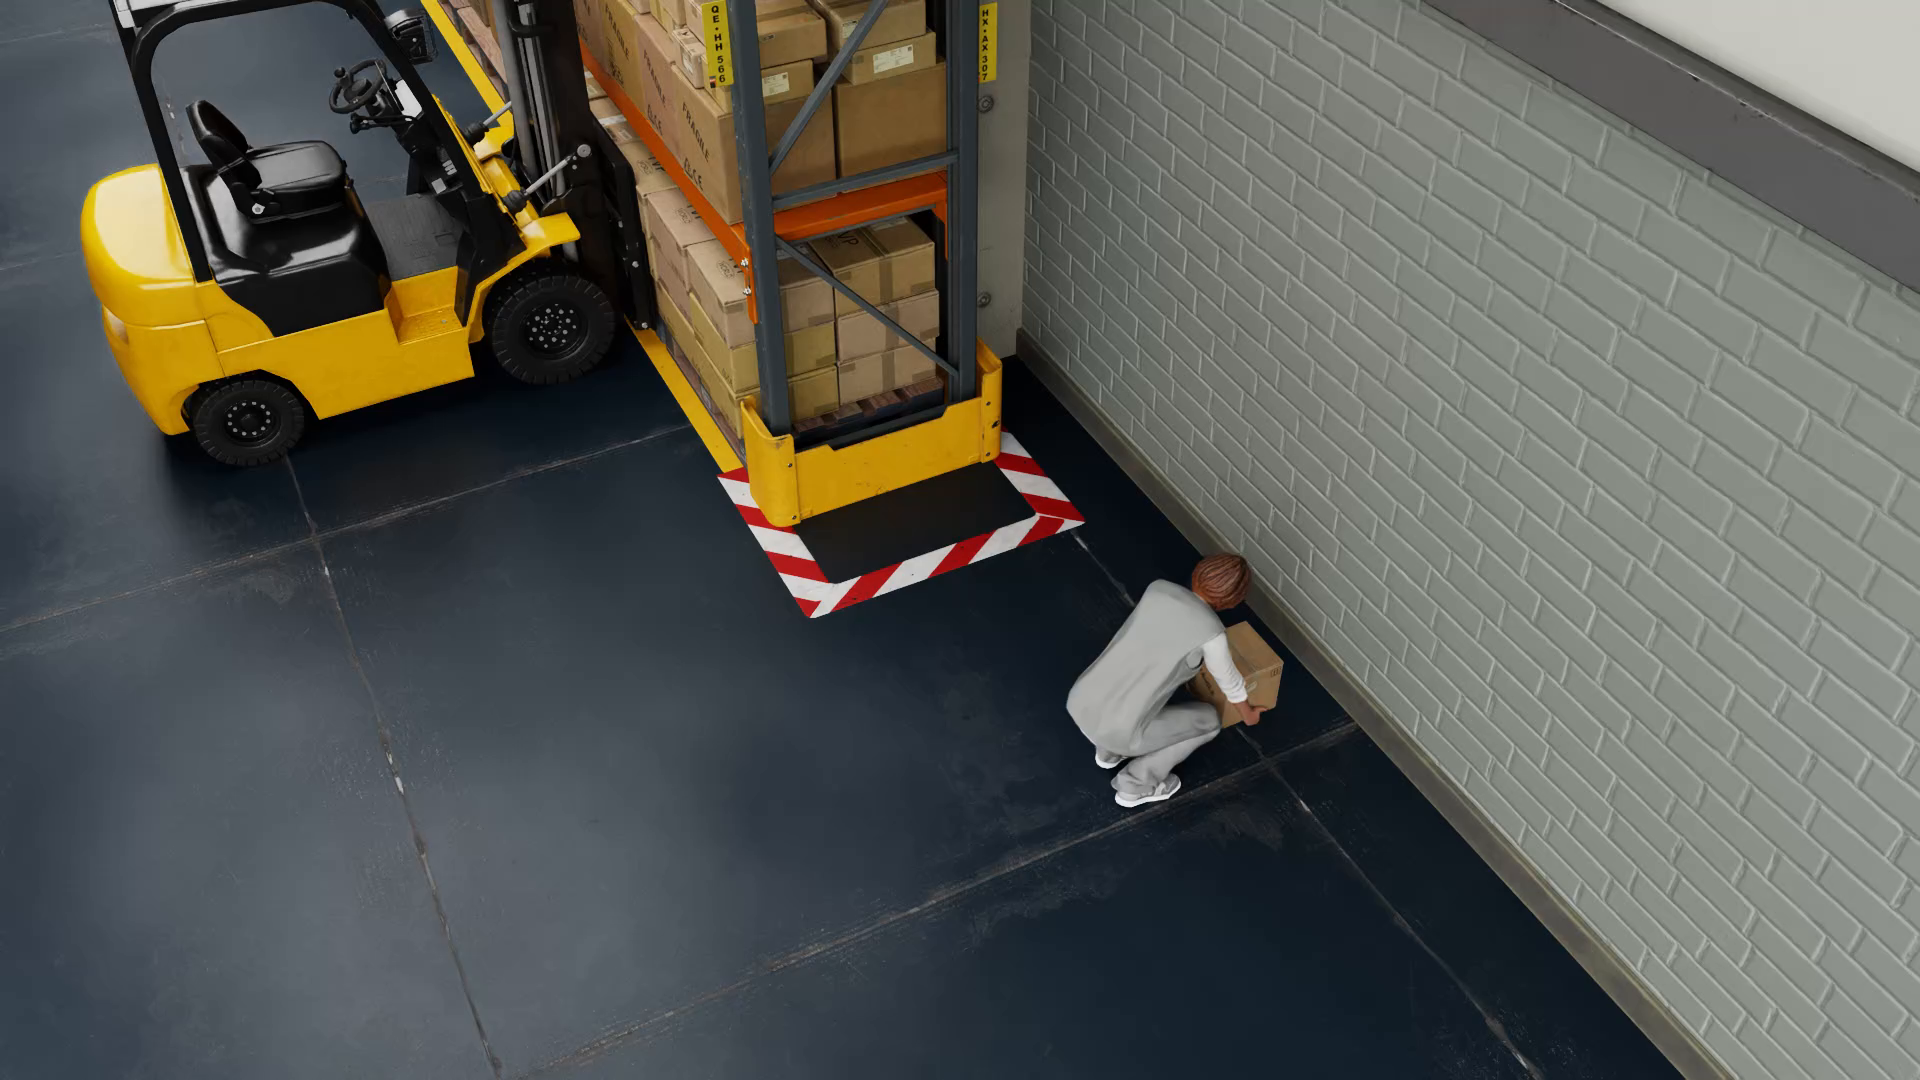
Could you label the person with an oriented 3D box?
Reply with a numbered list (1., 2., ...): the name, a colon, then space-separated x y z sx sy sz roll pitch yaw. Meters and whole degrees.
1. person: 0.757 0.523 6.108 0.802 0.906 0.423 -20 46 -21
